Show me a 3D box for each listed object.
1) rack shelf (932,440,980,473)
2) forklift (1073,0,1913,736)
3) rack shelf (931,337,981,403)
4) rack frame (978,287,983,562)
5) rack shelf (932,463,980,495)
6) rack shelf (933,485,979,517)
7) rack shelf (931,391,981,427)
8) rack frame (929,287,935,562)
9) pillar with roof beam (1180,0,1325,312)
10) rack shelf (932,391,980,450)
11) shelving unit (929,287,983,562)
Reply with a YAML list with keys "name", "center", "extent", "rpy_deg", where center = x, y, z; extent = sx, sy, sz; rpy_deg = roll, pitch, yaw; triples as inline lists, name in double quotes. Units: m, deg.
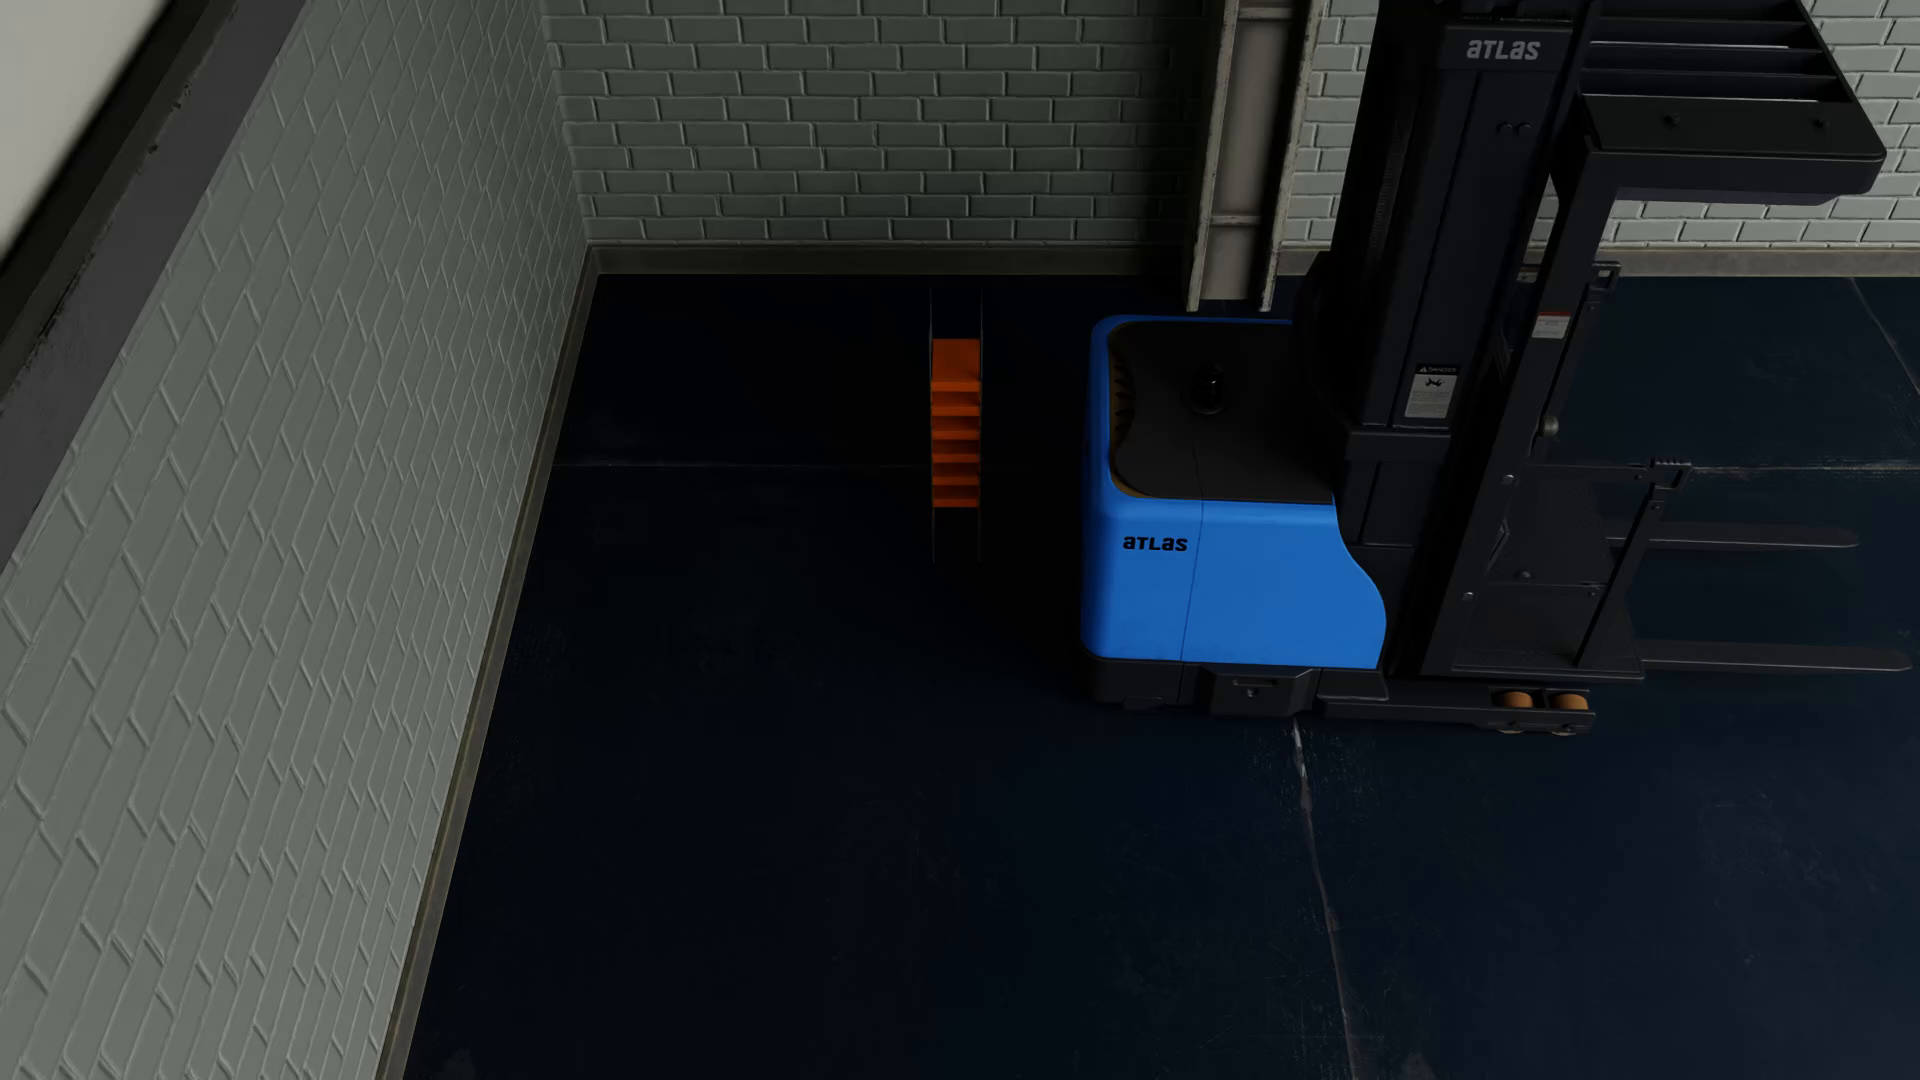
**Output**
- name: "rack shelf"
  center: [-0.014, -0.379, 6.343]
  extent: [0.180, 0.103, 0.258]
  rpy_deg: [0, 47, 0]
- name: "forklift"
  center: [1.954, -0.686, 5.386]
  extent: [3.031, 2.935, 1.130]
  rpy_deg: [2, 47, 2]
- name: "rack shelf"
  center: [-0.014, -0.624, 6.080]
  extent: [0.180, 0.103, 0.258]
  rpy_deg: [0, 47, 0]
- name: "rack frame"
  center: [0.077, -0.409, 6.311]
  extent: [0.006, 1.200, 0.240]
  rpy_deg: [0, 47, 0]
- name: "rack shelf"
  center: [-0.014, -0.297, 6.431]
  extent: [0.180, 0.103, 0.258]
  rpy_deg: [0, 47, 0]
- name: "rack shelf"
  center: [-0.014, -0.215, 6.519]
  extent: [0.180, 0.103, 0.258]
  rpy_deg: [0, 47, 0]
- name: "rack shelf"
  center: [-0.014, -0.542, 6.168]
  extent: [0.180, 0.103, 0.258]
  rpy_deg: [0, 47, 0]
- name: "rack frame"
  center: [-0.106, -0.409, 6.311]
  extent: [0.006, 1.200, 0.240]
  rpy_deg: [0, 47, 0]
- name: "pillar with roof beam"
  center: [1.231, -1.091, 1.617]
  extent: [0.400, 9.000, 9.100]
  rpy_deg: [0, 47, 0]
- name: "rack shelf"
  center: [-0.014, -0.460, 6.256]
  extent: [0.180, 0.103, 0.258]
  rpy_deg: [0, 47, 0]
- name: "shelving unit"
  center: [-0.014, -0.409, 6.311]
  extent: [0.189, 1.200, 0.258]
  rpy_deg: [0, 47, 0]
